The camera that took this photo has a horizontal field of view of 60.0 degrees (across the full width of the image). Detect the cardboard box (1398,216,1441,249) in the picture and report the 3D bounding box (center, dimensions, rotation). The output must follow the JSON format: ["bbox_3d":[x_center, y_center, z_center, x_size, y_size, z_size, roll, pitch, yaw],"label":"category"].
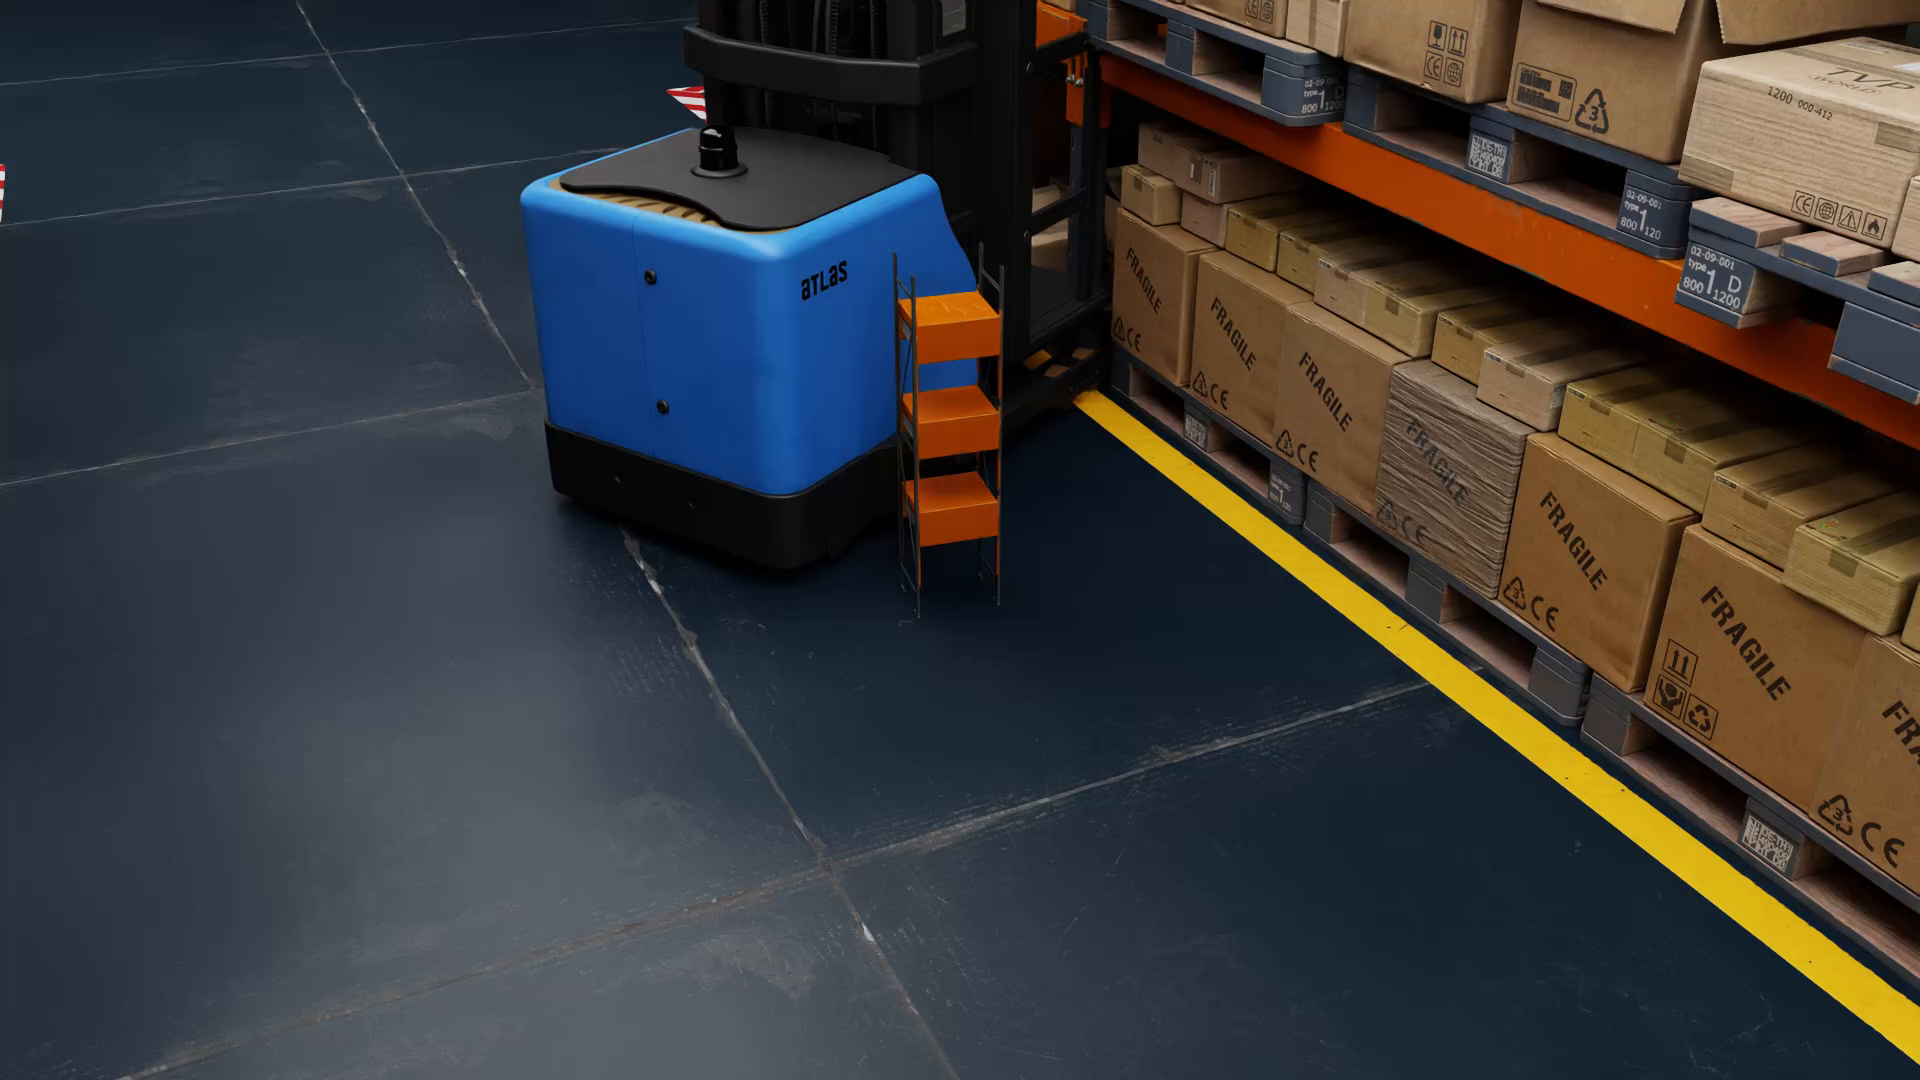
[{"bbox_3d":[1.660,-1.015,5.456,0.380,0.149,0.250,-15,32,-24],"label":"cardboard box"}]

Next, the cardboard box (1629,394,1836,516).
[{"bbox_3d":[1.864,-0.209,4.019,0.380,0.149,0.250,-12,31,-21],"label":"cardboard box"}]

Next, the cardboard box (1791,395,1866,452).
[{"bbox_3d":[2.351,-0.330,4.234,0.380,0.149,0.250,-15,32,-24],"label":"cardboard box"}]

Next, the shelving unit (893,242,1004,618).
[{"bbox_3d":[-0.032,-0.294,4.700,0.252,1.050,0.215,-8,30,-15],"label":"shelving unit"}]

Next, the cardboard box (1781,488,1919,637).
[{"bbox_3d":[2.009,0.043,3.570,0.380,0.149,0.250,-15,33,-25],"label":"cardboard box"}]

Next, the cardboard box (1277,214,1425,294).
[{"bbox_3d":[1.231,-0.896,5.243,0.380,0.149,0.250,-14,32,-23],"label":"cardboard box"}]

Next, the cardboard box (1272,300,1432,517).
[{"bbox_3d":[1.330,-0.447,5.106,0.500,0.500,0.500,-14,32,-23],"label":"cardboard box"}]

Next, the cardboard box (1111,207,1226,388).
[{"bbox_3d":[0.882,-0.901,5.917,0.500,0.500,0.500,-12,31,-20],"label":"cardboard box"}]

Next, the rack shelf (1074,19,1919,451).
[{"bbox_3d":[1.736,-0.872,4.474,1.077,0.370,4.000,-13,32,-22],"label":"rack shelf"}]

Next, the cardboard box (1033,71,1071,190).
[{"bbox_3d":[0.115,-1.795,7.510,0.700,0.500,0.500,-14,32,-24],"label":"cardboard box"}]

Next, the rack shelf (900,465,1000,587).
[{"bbox_3d":[-0.032,-0.042,4.842,0.240,0.259,0.215,-8,30,-15],"label":"rack shelf"}]

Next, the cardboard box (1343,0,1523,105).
[{"bbox_3d":[1.443,-1.460,4.255,0.700,0.500,0.500,-13,32,-22],"label":"cardboard box"}]

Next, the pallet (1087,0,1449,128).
[{"bbox_3d":[1.122,-1.610,5.250,1.003,0.211,1.213,-13,32,-22],"label":"pallet"}]

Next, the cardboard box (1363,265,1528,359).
[{"bbox_3d":[1.409,-0.667,4.836,0.380,0.149,0.250,-12,31,-20],"label":"cardboard box"}]

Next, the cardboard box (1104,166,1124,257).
[{"bbox_3d":[0.808,-1.421,7.037,0.500,0.311,0.500,-12,31,-20],"label":"cardboard box"}]

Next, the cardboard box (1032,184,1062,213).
[{"bbox_3d":[0.220,-1.402,7.050,0.396,0.266,0.258,-12,31,-20],"label":"cardboard box"}]

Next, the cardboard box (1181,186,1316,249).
[{"bbox_3d":[0.980,-1.125,5.652,0.380,0.149,0.250,-14,32,-23],"label":"cardboard box"}]

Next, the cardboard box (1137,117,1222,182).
[{"bbox_3d":[0.846,-1.373,5.791,0.380,0.149,0.250,-14,32,-23],"label":"cardboard box"}]

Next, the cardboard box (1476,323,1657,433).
[{"bbox_3d":[1.610,-0.435,4.422,0.380,0.149,0.250,-15,32,-24],"label":"cardboard box"}]

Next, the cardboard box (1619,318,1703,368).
[{"bbox_3d":[2.049,-0.534,4.599,0.380,0.149,0.250,-13,32,-22],"label":"cardboard box"}]

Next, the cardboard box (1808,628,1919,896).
[{"bbox_3d":[2.219,0.463,3.484,0.500,0.500,0.500,-12,31,-21],"label":"cardboard box"}]

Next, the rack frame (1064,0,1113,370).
[{"bbox_3d":[0.878,-2.069,5.873,1.000,3.000,0.127,-13,32,-22],"label":"rack frame"}]

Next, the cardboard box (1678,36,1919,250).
[{"bbox_3d":[1.850,-0.818,3.366,0.500,0.250,0.500,-15,32,-24],"label":"cardboard box"}]

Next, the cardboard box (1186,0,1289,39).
[{"bbox_3d":[1.106,-1.807,4.874,0.700,0.500,0.500,-13,32,-21],"label":"cardboard box"}]

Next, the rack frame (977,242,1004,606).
[{"bbox_3d":[0.084,-0.311,4.731,0.008,1.050,0.200,-8,30,-15],"label":"rack frame"}]

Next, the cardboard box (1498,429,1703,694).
[{"bbox_3d":[1.787,0.009,4.293,0.500,0.500,0.500,-12,31,-20],"label":"cardboard box"}]

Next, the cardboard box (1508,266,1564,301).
[{"bbox_3d":[1.890,-0.780,5.038,0.380,0.149,0.250,-13,32,-21],"label":"cardboard box"}]

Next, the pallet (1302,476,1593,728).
[{"bbox_3d":[1.789,0.038,4.967,1.003,0.211,1.213,-13,32,-22],"label":"pallet"}]

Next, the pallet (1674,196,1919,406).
[{"bbox_3d":[2.241,-0.503,3.277,1.213,0.211,1.003,-13,32,-22],"label":"pallet"}]

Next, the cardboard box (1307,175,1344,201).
[{"bbox_3d":[1.414,-1.228,5.836,0.380,0.149,0.250,-13,32,-22],"label":"cardboard box"}]

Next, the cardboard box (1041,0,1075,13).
[{"bbox_3d":[0.513,-2.048,6.092,0.380,0.149,0.250,-13,32,-21],"label":"cardboard box"}]

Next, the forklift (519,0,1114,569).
[{"bbox_3d":[-0.103,-1.869,5.587,1.130,2.935,3.031,18,34,29],"label":"forklift"}]
